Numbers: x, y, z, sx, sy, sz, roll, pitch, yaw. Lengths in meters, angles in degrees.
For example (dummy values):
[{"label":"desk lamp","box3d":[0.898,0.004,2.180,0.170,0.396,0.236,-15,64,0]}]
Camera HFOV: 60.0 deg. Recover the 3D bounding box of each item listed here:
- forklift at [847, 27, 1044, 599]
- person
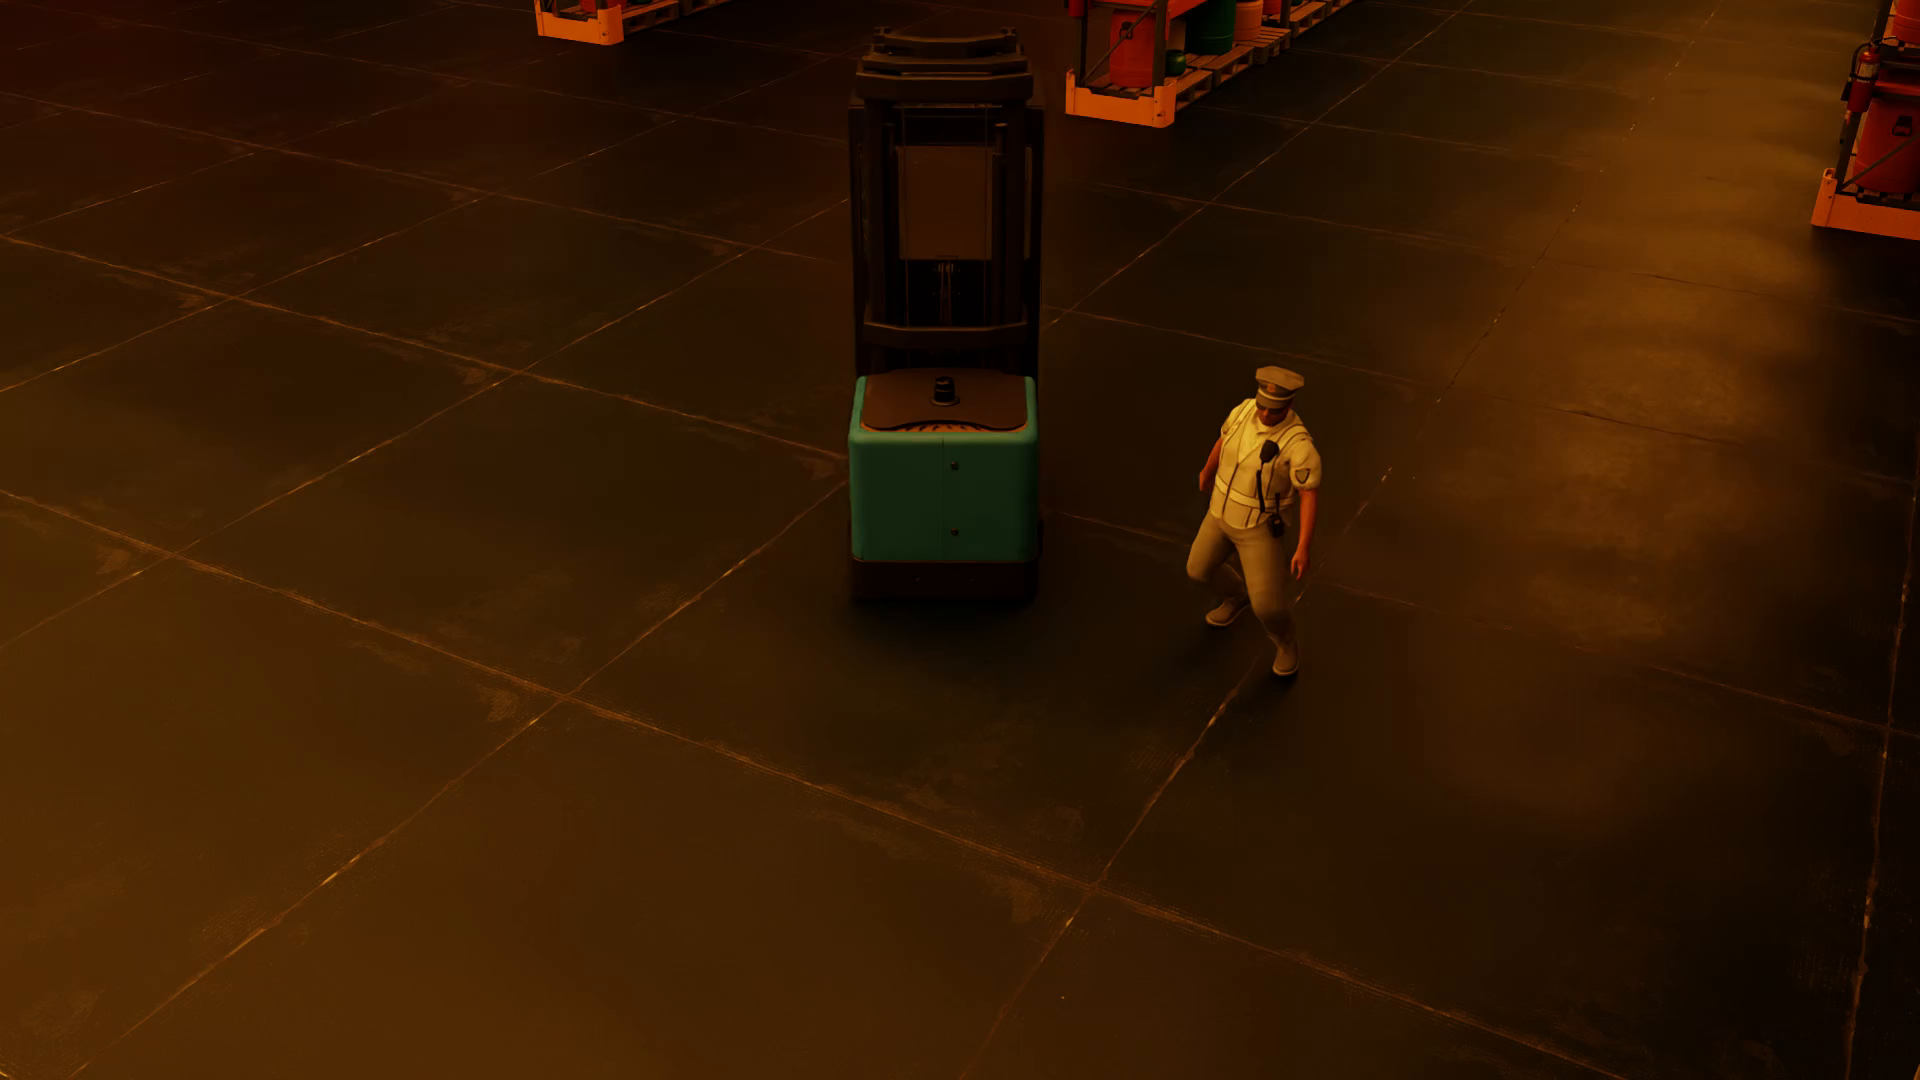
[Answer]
[{"label":"forklift","box3d":[-0.075,-1.635,9.904,1.130,2.935,3.031,0,30,0]},{"label":"person","box3d":[1.524,-0.174,8.621,0.505,1.643,0.897,-19,35,-30]}]
